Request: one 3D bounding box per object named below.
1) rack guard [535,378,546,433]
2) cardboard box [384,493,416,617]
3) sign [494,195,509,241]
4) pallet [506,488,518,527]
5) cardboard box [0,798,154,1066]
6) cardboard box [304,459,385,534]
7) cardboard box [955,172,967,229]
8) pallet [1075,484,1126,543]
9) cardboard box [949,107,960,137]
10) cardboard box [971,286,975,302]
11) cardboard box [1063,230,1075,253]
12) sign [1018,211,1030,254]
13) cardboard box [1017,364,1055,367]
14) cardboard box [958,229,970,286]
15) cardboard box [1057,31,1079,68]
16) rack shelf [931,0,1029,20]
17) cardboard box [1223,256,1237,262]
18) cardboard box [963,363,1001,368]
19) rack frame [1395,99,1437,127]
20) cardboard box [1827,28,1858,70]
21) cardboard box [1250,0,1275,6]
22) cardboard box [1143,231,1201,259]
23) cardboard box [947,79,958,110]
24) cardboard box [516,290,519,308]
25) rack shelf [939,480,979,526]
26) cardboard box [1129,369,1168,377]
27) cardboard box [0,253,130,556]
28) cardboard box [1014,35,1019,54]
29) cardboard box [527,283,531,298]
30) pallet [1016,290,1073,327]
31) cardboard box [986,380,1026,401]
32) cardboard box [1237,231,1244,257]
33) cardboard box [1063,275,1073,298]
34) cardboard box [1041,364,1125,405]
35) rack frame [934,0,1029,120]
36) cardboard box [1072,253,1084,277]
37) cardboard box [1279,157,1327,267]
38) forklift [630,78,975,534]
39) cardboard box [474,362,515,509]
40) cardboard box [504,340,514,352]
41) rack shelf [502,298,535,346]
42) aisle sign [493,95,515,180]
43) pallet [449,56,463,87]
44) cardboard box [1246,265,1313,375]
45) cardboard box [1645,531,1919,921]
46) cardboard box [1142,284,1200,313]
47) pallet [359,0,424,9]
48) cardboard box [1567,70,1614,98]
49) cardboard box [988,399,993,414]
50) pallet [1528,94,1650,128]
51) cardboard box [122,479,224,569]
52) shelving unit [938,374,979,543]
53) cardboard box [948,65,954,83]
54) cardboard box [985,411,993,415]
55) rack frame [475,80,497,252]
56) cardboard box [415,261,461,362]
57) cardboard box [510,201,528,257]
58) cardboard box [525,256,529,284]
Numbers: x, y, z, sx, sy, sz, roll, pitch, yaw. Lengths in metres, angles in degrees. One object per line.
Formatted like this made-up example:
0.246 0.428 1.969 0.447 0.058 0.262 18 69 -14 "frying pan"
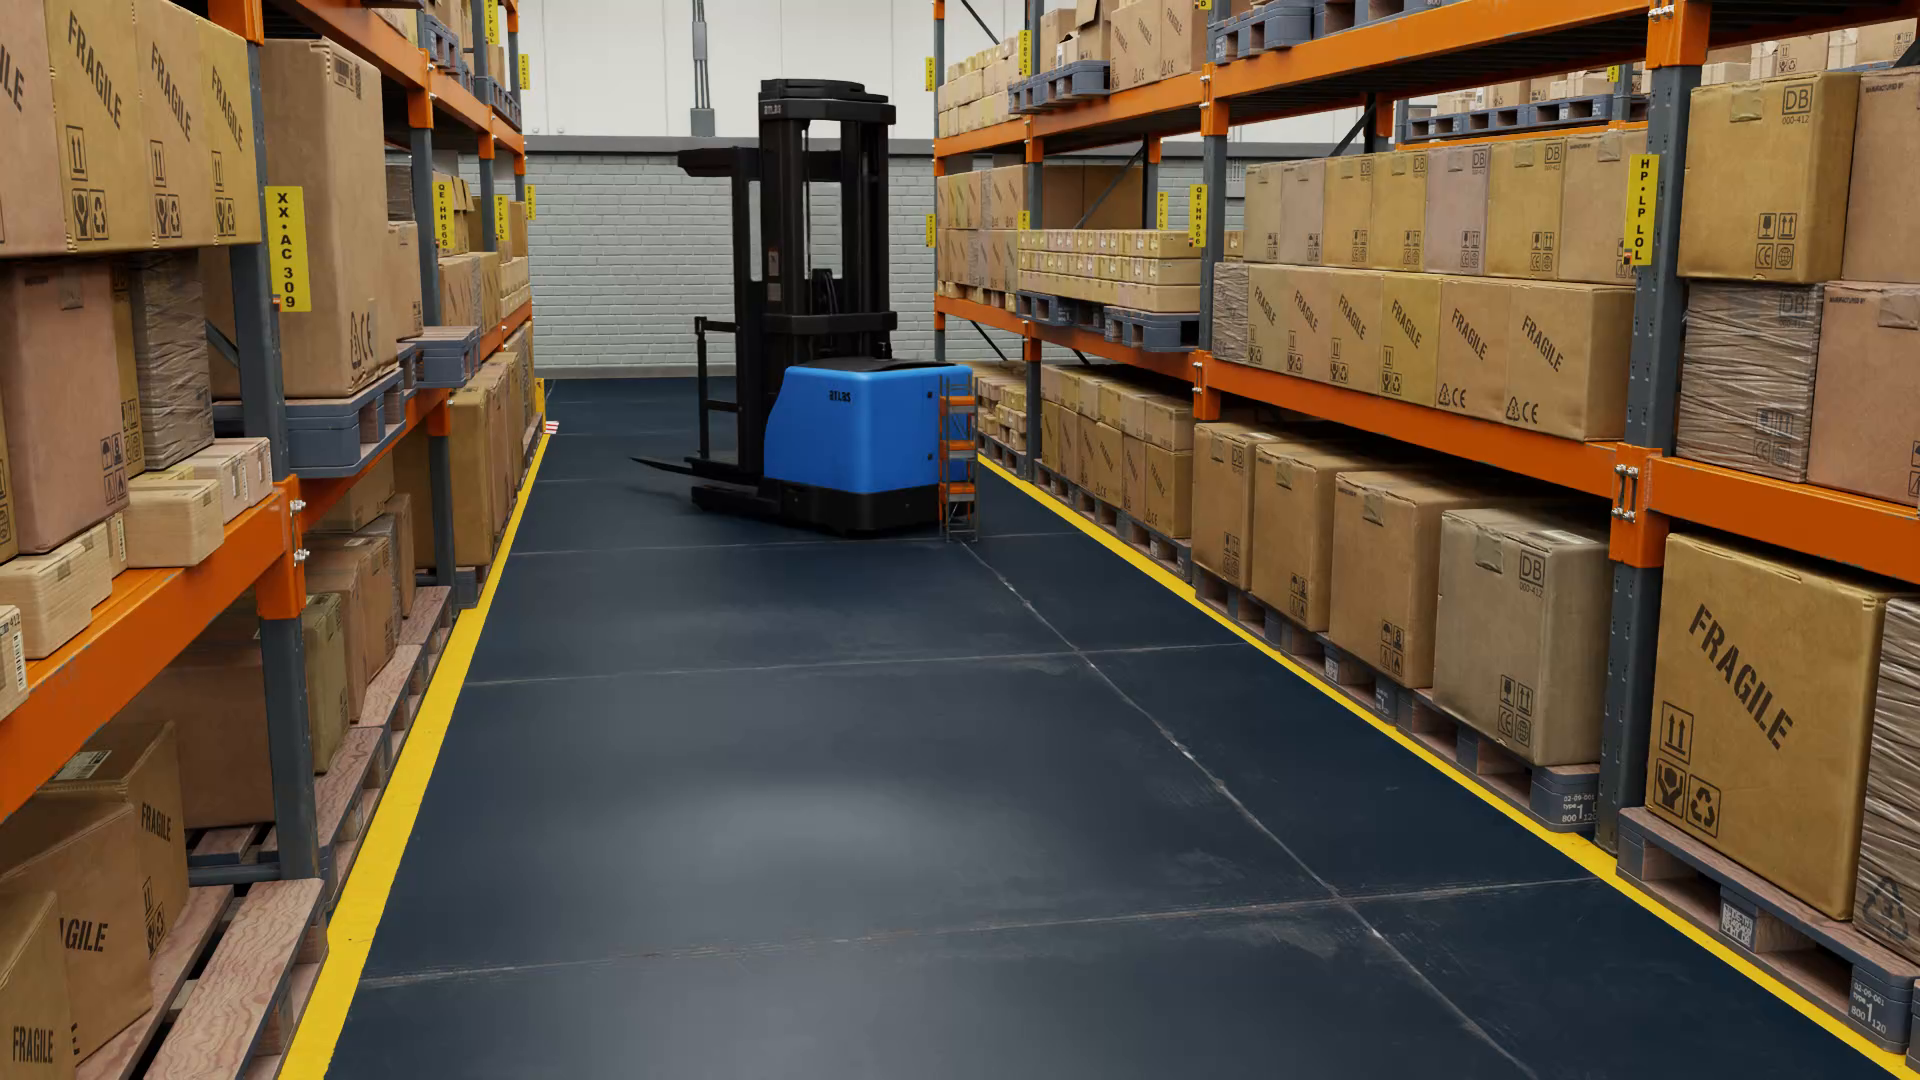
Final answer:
-4.646 -1.298 16.177 1.175 0.500 0.348 -2 11 -11 "rack guard"
-2.935 0.080 7.762 0.700 0.500 0.500 -3 11 -14 "cardboard box"
-3.333 -2.339 12.078 0.100 0.325 0.005 -2 11 -11 "sign"
-3.639 -0.279 11.597 1.003 0.211 1.213 -2 11 -11 "pallet"
-2.150 0.881 3.608 0.500 0.500 0.500 1 11 7 "cardboard box"
-2.812 -0.192 7.185 0.500 0.250 0.500 -1 11 -5 "cardboard box"
0.254 -3.089 15.166 0.500 0.500 0.500 -2 11 -12 "cardboard box"
1.415 -0.213 11.249 1.003 0.211 1.213 -2 11 -11 "pallet"
0.178 -3.894 15.514 0.500 0.250 0.500 -2 11 -9 "cardboard box"
0.309 -2.252 15.180 0.380 0.149 0.250 -2 11 -12 "cardboard box"
0.900 -1.998 11.131 0.380 0.149 0.250 -2 11 -9 "cardboard box"
0.491 -2.354 12.724 0.100 0.325 0.005 -2 11 -11 "sign"
0.763 -1.602 16.002 0.380 0.149 0.250 -2 11 -12 "cardboard box"
0.272 -2.598 15.263 0.500 0.500 0.500 -2 11 -10 "cardboard box"
0.987 -3.416 11.717 0.500 0.311 0.500 -2 11 -12 "cardboard box"
0.633 -4.908 14.350 1.077 0.370 4.000 -2 11 -11 "rack shelf"
1.793 -1.639 10.040 0.380 0.149 0.250 -2 11 -13 "cardboard box"
0.184 -1.626 16.130 0.380 0.149 0.250 -2 11 -10 "cardboard box"
5.080 -5.829 17.253 1.000 3.000 0.127 -2 11 -11 "rack frame"
6.024 -3.268 11.058 0.396 0.266 0.258 -2 11 -12 "cardboard box"
1.725 -2.760 8.001 0.500 0.311 0.500 -2 11 -11 "cardboard box"
1.255 -1.664 9.375 0.380 0.149 0.250 -3 11 -13 "cardboard box"
0.177 -4.143 15.482 0.500 0.250 0.500 -2 11 -12 "cardboard box"
-3.899 -2.016 13.940 0.380 0.149 0.250 -2 11 -13 "cardboard box"
-0.010 -0.242 10.704 0.215 0.259 0.240 -2 11 -11 "rack shelf"
1.501 -1.074 11.873 0.500 0.250 0.500 -2 11 -8 "cardboard box"
-2.022 -0.250 2.923 0.875 0.500 0.500 -2 11 -11 "cardboard box"
0.631 -3.886 13.068 0.380 0.149 0.250 -2 11 -10 "cardboard box"
-4.249 -2.344 15.663 0.380 0.149 0.250 -2 11 -10 "cardboard box"
1.028 -1.710 12.170 1.003 0.211 1.213 -2 11 -11 "pallet"
0.436 -1.291 14.366 0.380 0.149 0.250 -3 11 -14 "cardboard box"
1.845 -1.732 9.731 0.380 0.149 0.250 -2 11 -13 "cardboard box"
0.906 -1.704 11.176 0.380 0.149 0.250 -2 11 -12 "cardboard box"
0.906 -1.151 12.278 0.500 0.250 0.500 -3 11 -14 "cardboard box"
0.244 -5.630 16.210 1.000 3.000 0.127 -2 11 -11 "rack frame"
0.953 -1.803 10.898 0.380 0.149 0.250 -2 11 -12 "cardboard box"
1.977 -1.581 8.037 0.700 0.500 0.500 -2 11 -12 "cardboard box"
-1.270 -1.693 11.752 1.130 2.935 3.031 -10 15 -42 "forklift"
-3.545 -0.670 10.751 1.225 0.875 0.875 -3 11 -13 "cardboard box"
-3.913 -1.074 12.876 0.875 0.875 0.875 -2 11 -11 "cardboard box"
-4.252 -1.801 14.060 1.077 0.370 4.000 -2 11 -11 "rack shelf"
-4.361 -3.822 15.804 0.394 0.787 0.004 -2 11 -11 "aisle sign"
-3.483 -2.756 9.636 1.003 0.211 1.213 -2 11 -8 "pallet"
1.724 -1.080 8.079 0.500 0.500 0.500 -2 11 -12 "cardboard box"
2.631 0.473 4.747 0.875 0.875 0.875 -2 11 -10 "cardboard box"
1.253 -1.372 9.433 0.380 0.149 0.250 -2 11 -10 "cardboard box"
-2.528 -2.009 5.708 1.213 0.211 1.003 -2 11 -11 "pallet"
5.419 -3.916 14.197 0.396 0.266 0.258 -2 11 -9 "cardboard box"
0.461 -1.191 14.636 0.380 0.149 0.250 -3 11 -14 "cardboard box"
5.709 -3.728 14.477 1.003 0.211 1.213 -2 11 -11 "pallet"
-1.790 -0.032 3.515 0.380 0.149 0.250 -2 11 -11 "cardboard box"
-0.010 -0.526 10.650 0.215 1.050 0.252 -2 11 -11 "shelving unit"
0.096 -4.357 15.540 0.380 0.149 0.250 -2 11 -11 "cardboard box"
0.425 -1.055 14.718 0.380 0.149 0.250 -2 11 -10 "cardboard box"
-3.863 -1.788 12.066 1.000 3.000 0.127 -2 11 -11 "rack frame"
-2.913 -1.202 8.722 0.500 0.500 0.500 -2 11 -9 "cardboard box"
-4.289 -2.882 15.417 0.500 0.500 0.500 -2 11 -10 "cardboard box"
-4.287 -2.514 15.490 0.500 0.250 0.500 -2 11 -12 "cardboard box"
